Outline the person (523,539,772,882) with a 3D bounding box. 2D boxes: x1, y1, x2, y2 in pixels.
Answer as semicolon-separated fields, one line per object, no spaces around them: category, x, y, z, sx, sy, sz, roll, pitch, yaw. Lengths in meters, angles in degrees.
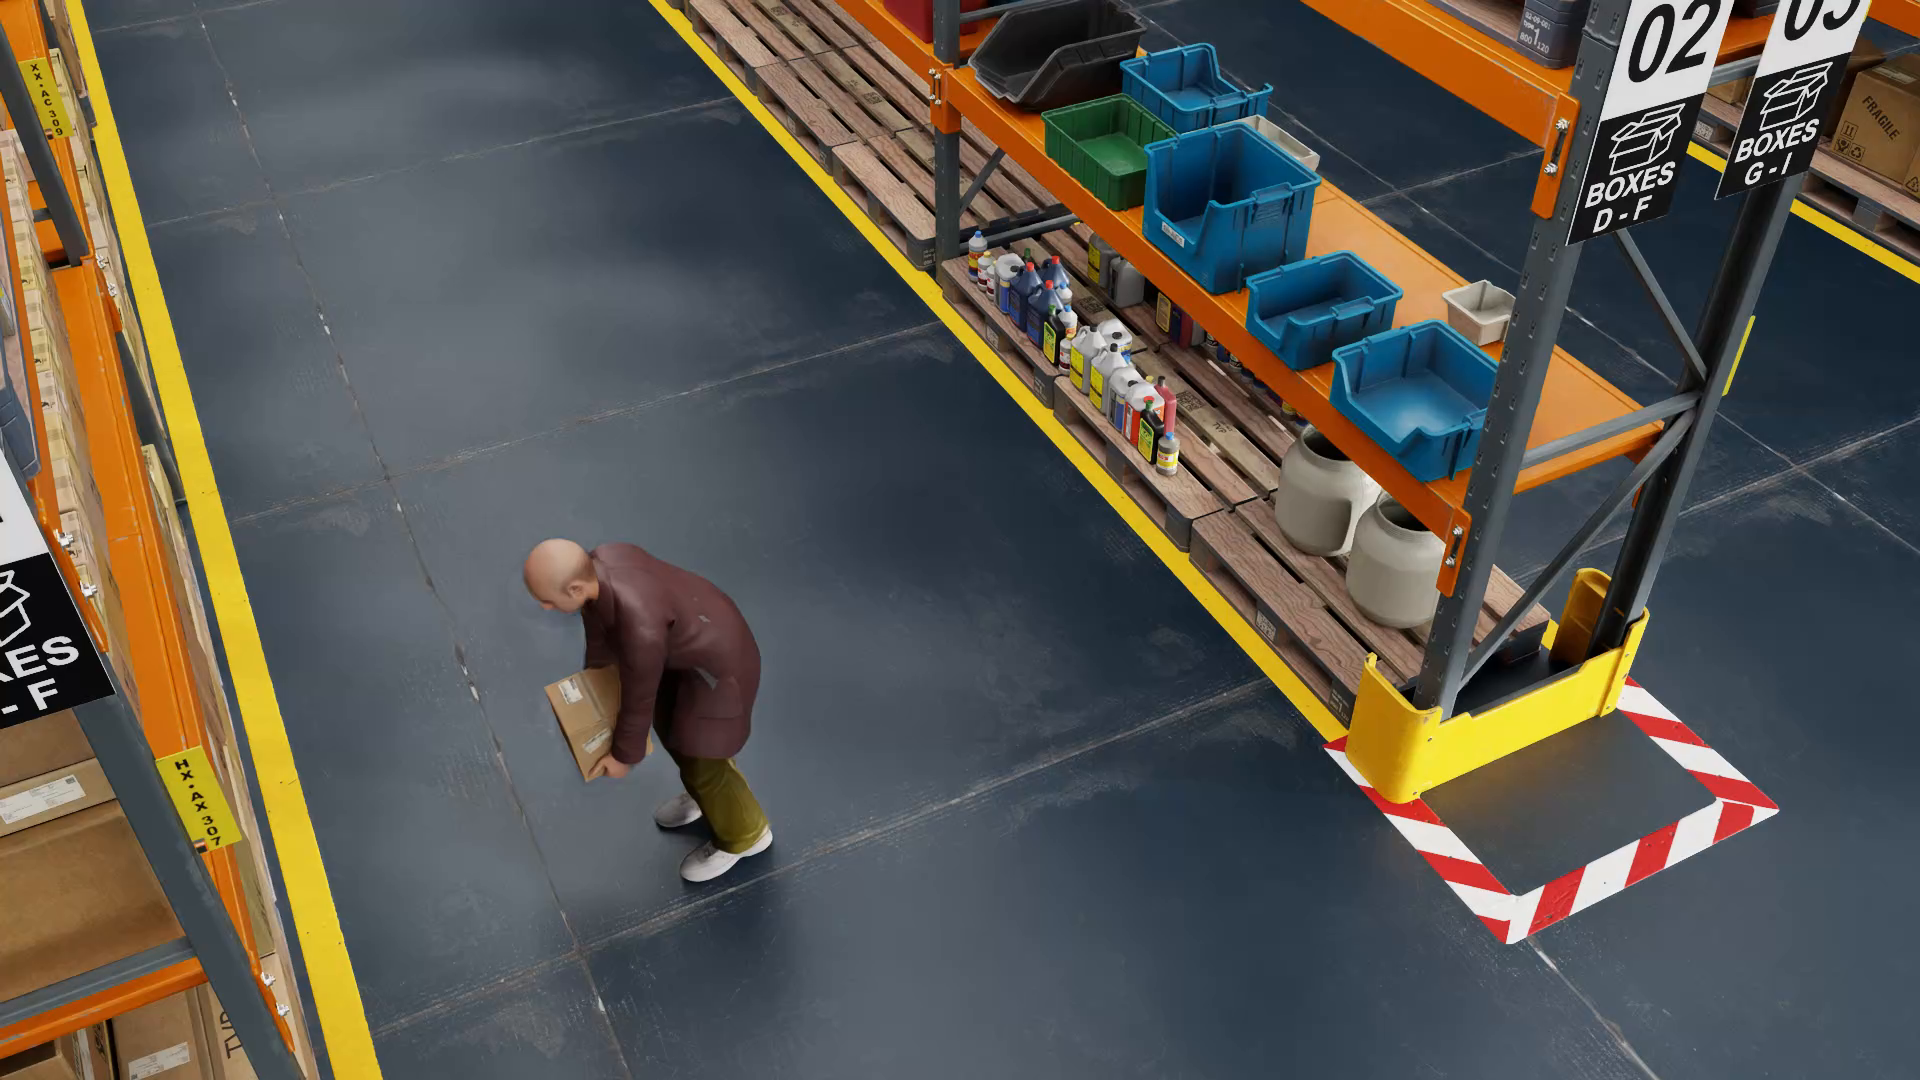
person;-1.031;0.534;5.689;0.716;1.601;0.550;-20;44;-21
